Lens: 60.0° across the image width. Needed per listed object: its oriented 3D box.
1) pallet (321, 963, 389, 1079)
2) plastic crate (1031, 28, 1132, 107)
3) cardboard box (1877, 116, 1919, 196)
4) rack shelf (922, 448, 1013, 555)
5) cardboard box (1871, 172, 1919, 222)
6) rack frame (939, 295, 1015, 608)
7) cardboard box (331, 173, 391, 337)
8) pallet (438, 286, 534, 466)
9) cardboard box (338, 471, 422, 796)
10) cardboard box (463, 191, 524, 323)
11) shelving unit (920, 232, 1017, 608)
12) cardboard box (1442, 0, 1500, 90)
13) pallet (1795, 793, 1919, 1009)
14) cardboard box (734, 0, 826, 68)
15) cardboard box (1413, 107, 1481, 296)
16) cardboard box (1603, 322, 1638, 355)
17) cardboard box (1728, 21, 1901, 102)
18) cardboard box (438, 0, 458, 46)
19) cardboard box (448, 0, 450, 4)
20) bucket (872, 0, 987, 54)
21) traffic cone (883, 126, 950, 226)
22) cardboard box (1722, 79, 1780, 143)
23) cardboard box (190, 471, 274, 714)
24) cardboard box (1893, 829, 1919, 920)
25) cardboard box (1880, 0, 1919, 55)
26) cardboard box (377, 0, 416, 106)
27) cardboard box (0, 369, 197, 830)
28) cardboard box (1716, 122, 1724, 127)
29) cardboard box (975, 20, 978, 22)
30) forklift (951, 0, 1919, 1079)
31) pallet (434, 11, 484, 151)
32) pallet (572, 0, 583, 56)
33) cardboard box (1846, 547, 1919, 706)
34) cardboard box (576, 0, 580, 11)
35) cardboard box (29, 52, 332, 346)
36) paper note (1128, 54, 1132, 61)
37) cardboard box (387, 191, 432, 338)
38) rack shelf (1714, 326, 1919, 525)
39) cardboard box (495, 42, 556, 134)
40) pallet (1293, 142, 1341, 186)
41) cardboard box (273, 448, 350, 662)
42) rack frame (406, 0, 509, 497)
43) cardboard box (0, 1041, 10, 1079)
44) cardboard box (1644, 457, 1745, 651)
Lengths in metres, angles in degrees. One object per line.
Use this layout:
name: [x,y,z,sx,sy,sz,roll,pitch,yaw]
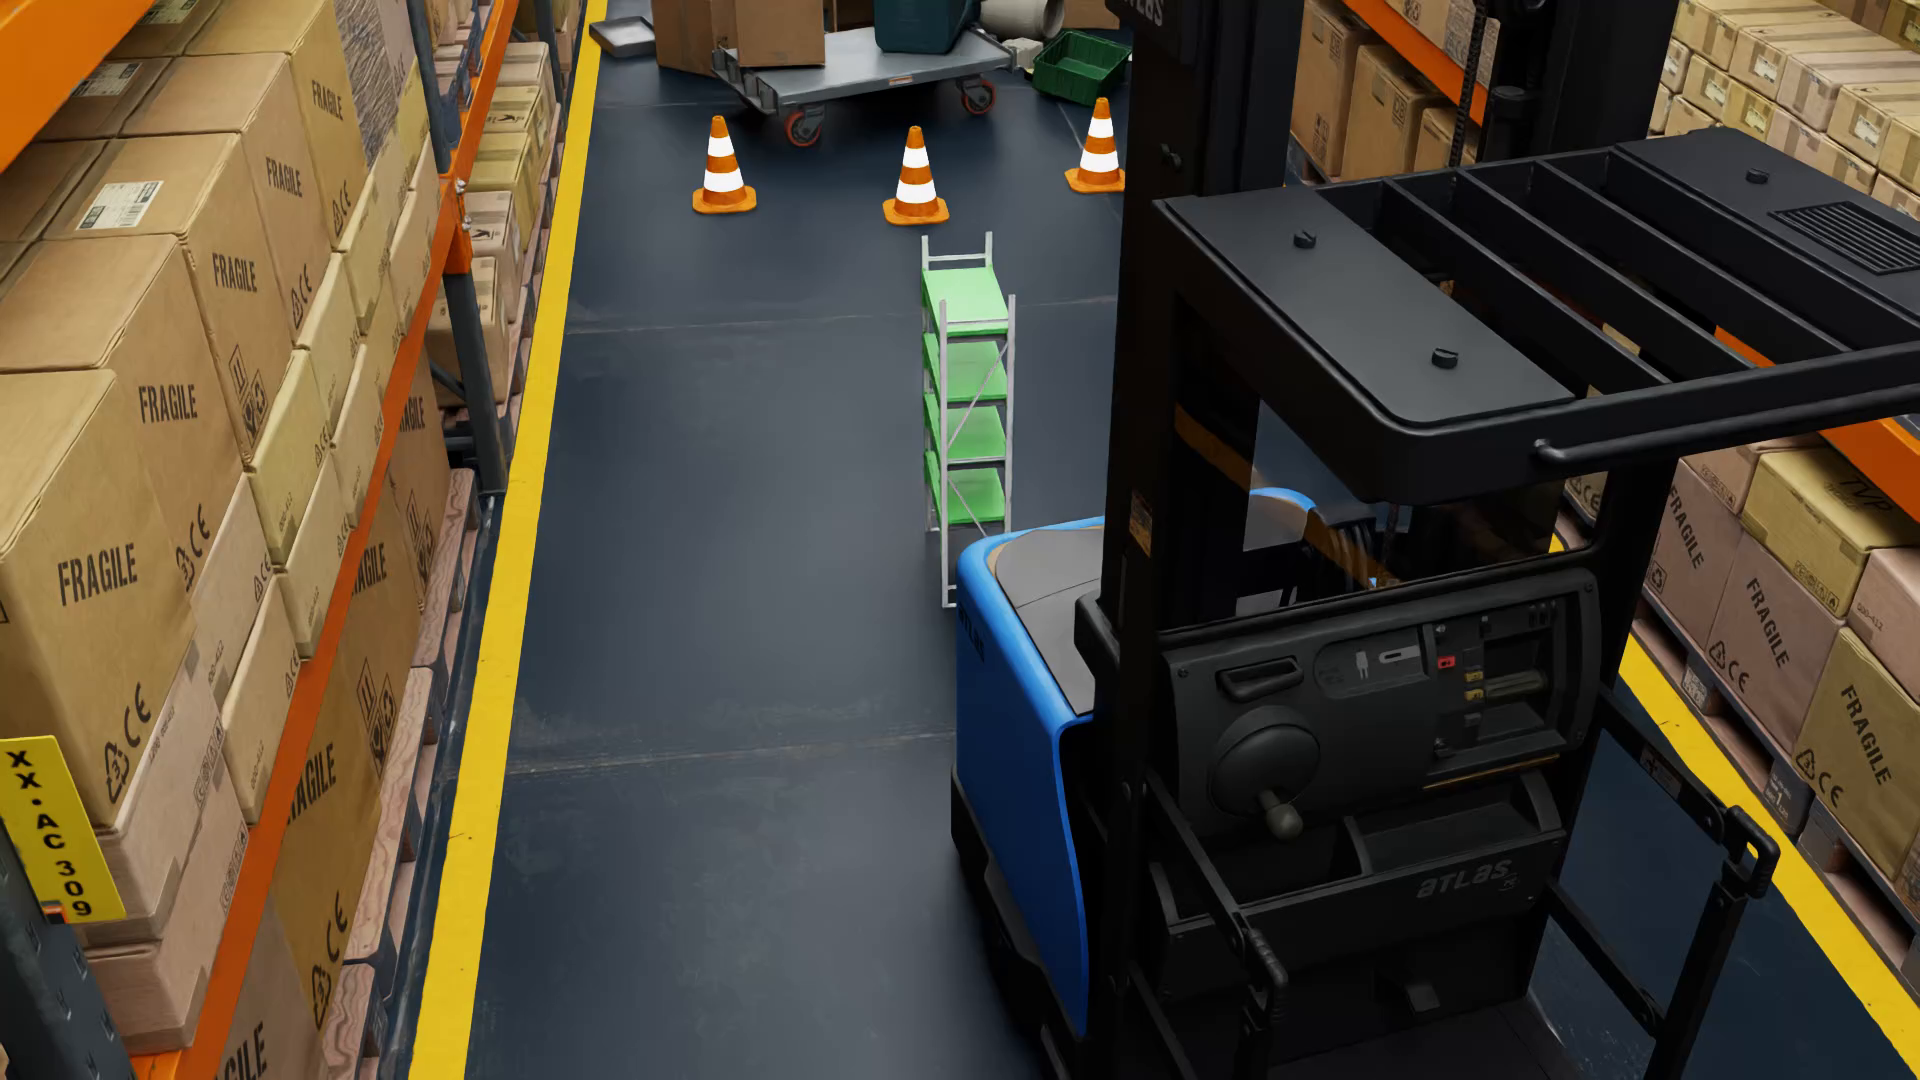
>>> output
pallet: [-1.920,1.546,3.794,1.003,0.211,1.213,-4,35,-6]
plastic crate: [0.753,-2.936,10.341,0.450,0.188,0.662,21,39,12]
cardboard box: [2.691,-1.015,4.397,0.380,0.149,0.250,-5,35,-7]
rack shelf: [0.022,-0.152,5.948,0.258,0.148,0.480,-4,35,-6]
cardboard box: [2.693,-0.883,4.469,0.380,0.149,0.250,-3,34,-5]
rack frame: [0.055,-0.267,5.577,0.240,1.200,0.015,-4,35,-6]
cardboard box: [-1.801,-0.737,4.357,0.500,0.250,0.500,-5,35,-8]
pallet: [-2.383,-0.697,7.086,1.003,0.211,1.213,-4,35,-6]
cardboard box: [-2.153,0.181,4.835,0.875,0.875,0.875,-4,34,-6]
cardboard box: [-2.452,-1.228,7.349,0.950,0.372,0.625,-5,35,-7]
shelving unit: [0.022,-0.403,5.777,0.258,1.200,0.503,-4,35,-6]
cardboard box: [2.286,-2.117,6.604,0.500,0.500,0.500,-4,35,-6]
pallet: [3.044,1.105,4.440,1.003,0.211,1.213,-4,35,-6]
cardboard box: [-1.057,-3.077,9.649,0.500,0.500,0.500,-4,35,-6]
cardboard box: [2.620,-1.435,7.317,1.050,0.750,0.750,-5,35,-7]
cardboard box: [2.533,-0.609,5.661,0.500,0.250,0.500,-5,35,-7]
cardboard box: [2.585,-1.453,5.040,0.380,0.149,0.250,-6,35,-8]
cardboard box: [-2.134,-1.995,6.364,0.380,0.149,0.250,-7,35,-9]
cardboard box: [-2.187,-2.310,6.250,0.500,0.500,0.500,-3,34,-4]
bucket: [-0.228,-3.253,9.917,0.726,0.611,0.620,7,45,10]
traffic cone: [-0.233,-1.925,8.664,0.336,0.463,0.334,-4,35,-6]
cardboard box: [2.590,-1.312,5.097,0.380,0.149,0.250,-4,35,-6]
cardboard box: [-1.619,0.118,3.102,0.500,0.250,0.500,-4,34,-6]
cardboard box: [2.801,0.853,4.181,0.500,0.500,0.500,-5,35,-7]
cardboard box: [3.199,-1.635,5.307,0.380,0.149,0.250,-3,34,-5]
cardboard box: [-1.950,-1.599,4.956,0.500,0.500,0.500,-5,35,-8]
cardboard box: [-1.515,0.097,2.467,0.500,0.500,0.500,-4,34,-6]
cardboard box: [2.583,-1.199,5.195,0.380,0.149,0.250,-3,34,-4]
cardboard box: [0.018,-3.767,11.541,0.396,0.266,0.258,1,34,2]
forklift: [0.909,0.385,3.083,1.130,2.935,3.031,-10,36,-15]
pallet: [-2.481,-1.724,6.286,1.213,0.211,1.003,-4,35,-6]
pallet: [-3.110,-3.548,11.268,1.003,0.211,1.213,-4,35,-6]
cardboard box: [2.744,0.253,4.396,0.500,0.250,0.500,-3,34,-4]
cardboard box: [-2.786,-3.625,10.975,0.500,0.250,0.500,-5,35,-7]
cardboard box: [-1.752,-0.753,3.714,0.500,0.500,0.500,-5,35,-7]
paper note: [1.087,-3.157,10.854,0.142,0.020,0.147,27,43,34]
cardboard box: [-1.870,-0.805,4.901,0.500,0.250,0.500,-4,34,-6]
rack shelf: [2.881,-0.431,4.858,1.077,0.370,4.000,-4,35,-6]
cardboard box: [-2.744,-2.441,9.128,0.950,0.372,0.625,-4,34,-6]
pallet: [2.420,-1.817,8.729,1.003,0.211,1.213,-4,35,-6]
cardboard box: [-1.663,0.039,3.662,0.500,0.250,0.500,-5,35,-7]
rack frame: [-2.279,-1.413,5.660,1.000,3.000,0.127,-4,35,-6]
cardboard box: [-1.404,0.607,1.719,0.500,0.500,0.500,-5,35,-7]
cardboard box: [2.599,-0.005,5.440,0.500,0.500,0.500,-5,35,-8]
